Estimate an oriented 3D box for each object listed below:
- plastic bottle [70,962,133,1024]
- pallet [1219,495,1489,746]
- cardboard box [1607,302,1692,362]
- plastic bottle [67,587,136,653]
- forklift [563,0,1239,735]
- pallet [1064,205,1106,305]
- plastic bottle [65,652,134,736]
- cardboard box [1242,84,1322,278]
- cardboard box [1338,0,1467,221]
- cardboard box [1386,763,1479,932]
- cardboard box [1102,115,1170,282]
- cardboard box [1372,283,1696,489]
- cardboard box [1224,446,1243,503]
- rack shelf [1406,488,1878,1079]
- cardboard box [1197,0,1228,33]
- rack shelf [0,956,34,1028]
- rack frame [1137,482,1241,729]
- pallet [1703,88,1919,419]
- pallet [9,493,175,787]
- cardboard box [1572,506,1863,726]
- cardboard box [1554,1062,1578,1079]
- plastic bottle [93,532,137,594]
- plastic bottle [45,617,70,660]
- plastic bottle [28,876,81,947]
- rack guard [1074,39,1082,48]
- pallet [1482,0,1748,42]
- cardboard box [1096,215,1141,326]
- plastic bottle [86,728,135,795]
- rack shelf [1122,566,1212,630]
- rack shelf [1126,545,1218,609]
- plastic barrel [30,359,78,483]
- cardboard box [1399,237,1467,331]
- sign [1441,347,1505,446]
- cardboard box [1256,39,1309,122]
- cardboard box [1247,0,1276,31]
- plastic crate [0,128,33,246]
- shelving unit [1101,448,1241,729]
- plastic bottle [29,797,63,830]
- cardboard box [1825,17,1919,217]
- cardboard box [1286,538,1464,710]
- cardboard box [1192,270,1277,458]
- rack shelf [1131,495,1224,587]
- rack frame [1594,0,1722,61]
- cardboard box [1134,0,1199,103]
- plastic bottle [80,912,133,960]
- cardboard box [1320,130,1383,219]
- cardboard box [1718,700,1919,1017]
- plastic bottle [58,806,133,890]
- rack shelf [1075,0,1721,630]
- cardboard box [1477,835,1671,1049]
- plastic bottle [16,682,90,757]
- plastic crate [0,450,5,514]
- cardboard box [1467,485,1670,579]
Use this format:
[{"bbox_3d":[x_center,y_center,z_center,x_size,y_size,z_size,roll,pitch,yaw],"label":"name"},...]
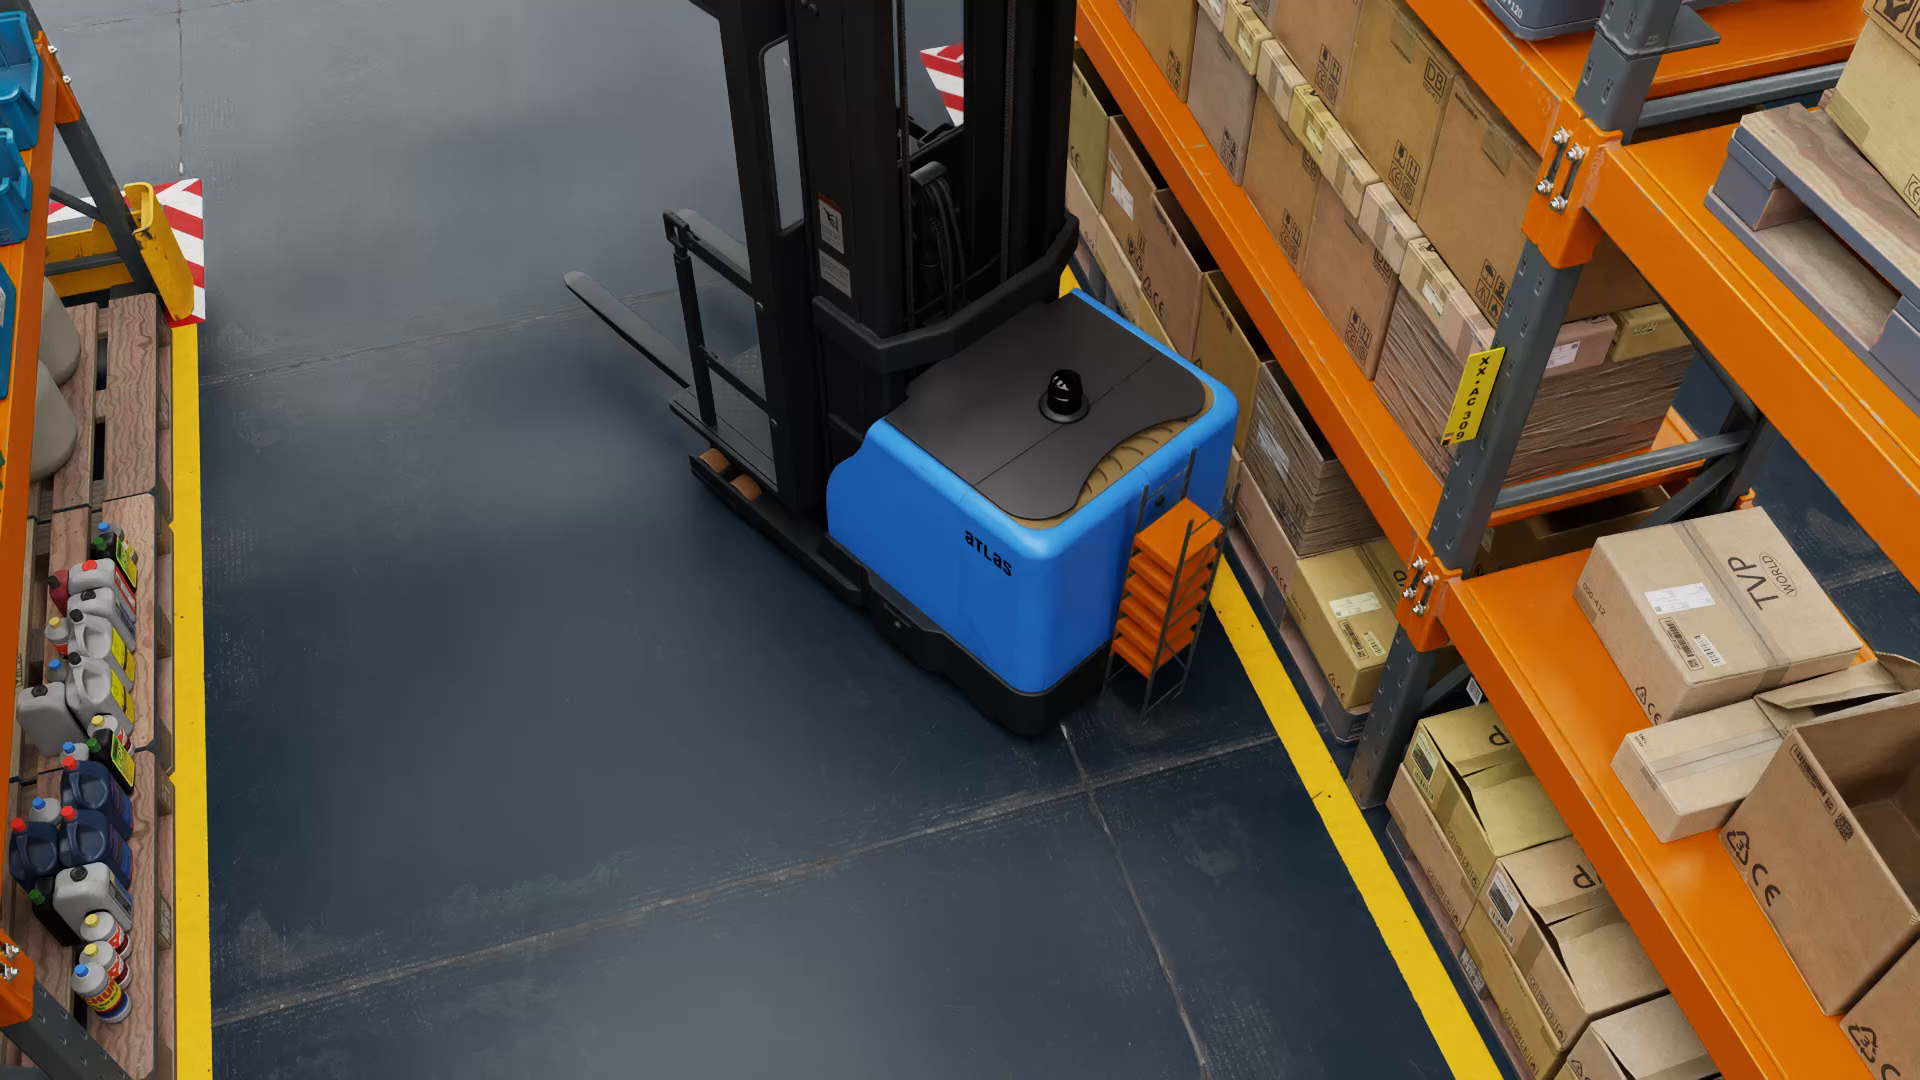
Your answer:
[{"bbox_3d":[-2.565,1.336,4.948,0.097,0.271,0.097,0,50,0],"label":"plastic bottle"},{"bbox_3d":[1.649,0.122,6.299,1.003,0.211,1.213,-13,51,-11],"label":"pallet"},{"bbox_3d":[1.949,-0.668,4.651,0.380,0.149,0.250,-13,51,-11],"label":"cardboard box"},{"bbox_3d":[-3.021,0.279,5.836,0.152,0.276,0.135,-15,51,-12],"label":"plastic bottle"},{"bbox_3d":[-0.433,-1.287,5.708,1.130,2.935,3.031,-36,59,-27],"label":"forklift"},{"bbox_3d":[0.927,-1.660,7.801,1.003,0.211,1.213,-13,51,-11],"label":"pallet"},{"bbox_3d":[-2.913,0.511,5.592,0.144,0.351,0.185,-14,51,-11],"label":"plastic bottle"},{"bbox_3d":[1.400,-1.293,5.602,0.700,0.500,0.500,-13,51,-10],"label":"cardboard box"},{"bbox_3d":[1.556,-1.328,4.784,0.700,0.500,0.500,-13,51,-11],"label":"cardboard box"},{"bbox_3d":[1.726,0.915,5.330,0.500,0.250,0.500,-14,51,-12],"label":"cardboard box"},{"bbox_3d":[0.917,-1.430,6.816,0.500,0.500,0.500,-13,51,-11],"label":"cardboard box"},{"bbox_3d":[1.707,-0.541,4.969,0.700,0.500,0.500,-15,51,-12],"label":"cardboard box"},{"bbox_3d":[1.198,-0.454,6.484,0.500,0.250,0.500,-13,51,-11],"label":"cardboard box"},{"bbox_3d":[2.435,1.506,3.779,1.077,0.370,4.000,-13,51,-11],"label":"rack shelf"},{"bbox_3d":[1.025,-1.891,5.682,0.380,0.149,0.250,-13,51,-11],"label":"cardboard box"},{"bbox_3d":[-2.298,2.623,2.837,1.077,0.370,4.000,-13,51,-11],"label":"rack shelf"},{"bbox_3d":[0.752,0.249,5.546,0.240,1.200,0.006,-36,62,-26],"label":"rack frame"},{"bbox_3d":[2.117,-0.450,3.121,0.805,0.209,1.217,-15,52,-12],"label":"pallet"},{"bbox_3d":[-3.412,0.437,6.033,1.003,0.211,1.213,-13,51,-11],"label":"pallet"},{"bbox_3d":[2.031,0.211,4.498,0.500,0.250,0.500,-10,51,-9],"label":"cardboard box"},{"bbox_3d":[2.032,1.666,4.697,0.500,0.250,0.500,-15,51,-12],"label":"cardboard box"},{"bbox_3d":[-3.058,0.066,6.011,0.061,0.283,0.133,-12,51,-10],"label":"plastic bottle"},{"bbox_3d":[-3.134,0.345,5.829,0.097,0.201,0.097,0,50,0],"label":"plastic bottle"},{"bbox_3d":[-2.788,1.127,5.116,0.061,0.283,0.133,-13,51,-11],"label":"plastic bottle"},{"bbox_3d":[0.654,-2.320,8.168,1.175,0.500,0.348,-13,51,-11],"label":"rack guard"},{"bbox_3d":[1.567,-1.742,4.142,1.003,0.211,1.213,-13,51,-11],"label":"pallet"},{"bbox_3d":[0.906,-1.186,7.101,0.500,0.250,0.500,-13,51,-11],"label":"cardboard box"},{"bbox_3d":[-2.796,0.713,5.465,0.061,0.283,0.133,-11,51,-9],"label":"plastic bottle"},{"bbox_3d":[0.693,0.148,5.525,0.258,0.103,0.180,-36,62,-26],"label":"rack shelf"},{"bbox_3d":[0.698,0.075,5.430,0.258,0.103,0.180,-36,62,-26],"label":"rack shelf"},{"bbox_3d":[-3.656,-0.495,6.347,0.421,0.512,0.421,0,50,0],"label":"plastic barrel"},{"bbox_3d":[1.488,-0.759,4.728,0.380,0.149,0.250,-14,51,-12],"label":"cardboard box"},{"bbox_3d":[1.314,-0.365,4.267,0.100,0.325,0.005,-13,51,-11],"label":"sign"},{"bbox_3d":[1.185,-1.506,5.358,0.380,0.149,0.250,-12,51,-10],"label":"cardboard box"},{"bbox_3d":[1.261,-2.059,5.400,0.700,0.500,0.500,-13,51,-11],"label":"cardboard box"},{"bbox_3d":[-3.452,-1.169,5.661,0.499,0.251,0.408,-13,51,-11],"label":"plastic crate"},{"bbox_3d":[0.690,0.194,5.585,0.258,1.200,0.189,-36,62,-26],"label":"shelving unit"},{"bbox_3d":[-2.890,0.906,5.310,0.097,0.271,0.097,0,50,0],"label":"plastic bottle"},{"bbox_3d":[2.017,-0.788,3.104,0.500,0.250,0.500,-9,50,-7],"label":"cardboard box"},{"bbox_3d":[1.498,0.275,5.870,0.500,0.250,0.500,-13,51,-11],"label":"cardboard box"},{"bbox_3d":[1.210,-0.699,6.200,0.500,0.500,0.500,-13,51,-11],"label":"cardboard box"},{"bbox_3d":[0.703,0.002,5.334,0.258,0.103,0.180,-36,62,-26],"label":"rack shelf"},{"bbox_3d":[1.844,-2.120,2.441,1.000,3.000,0.127,-13,51,-11],"label":"rack frame"},{"bbox_3d":[1.088,-2.050,6.241,0.700,0.500,0.500,-13,51,-11],"label":"cardboard box"},{"bbox_3d":[-2.625,1.210,5.100,0.097,0.201,0.097,0,50,0],"label":"plastic bottle"},{"bbox_3d":[1.329,-1.141,5.050,0.380,0.149,0.250,-13,51,-11],"label":"cardboard box"},{"bbox_3d":[2.211,0.731,3.896,0.500,0.500,0.500,-10,51,-8],"label":"cardboard box"},{"bbox_3d":[-2.731,0.959,5.214,0.144,0.351,0.185,-12,51,-10],"label":"plastic bottle"},{"bbox_3d":[1.252,-1.415,6.242,1.077,0.370,4.000,-13,51,-11],"label":"rack shelf"},{"bbox_3d":[1.871,1.109,4.800,0.500,0.311,0.500,-14,51,-11],"label":"cardboard box"},{"bbox_3d":[-3.047,0.587,5.577,0.152,0.276,0.135,-13,51,-11],"label":"plastic bottle"},{"bbox_3d":[-3.021,-0.056,4.764,0.450,0.188,0.662,-13,51,-11],"label":"plastic crate"},{"bbox_3d":[2.006,-0.087,5.684,0.500,0.500,0.500,-13,51,-11],"label":"cardboard box"}]
